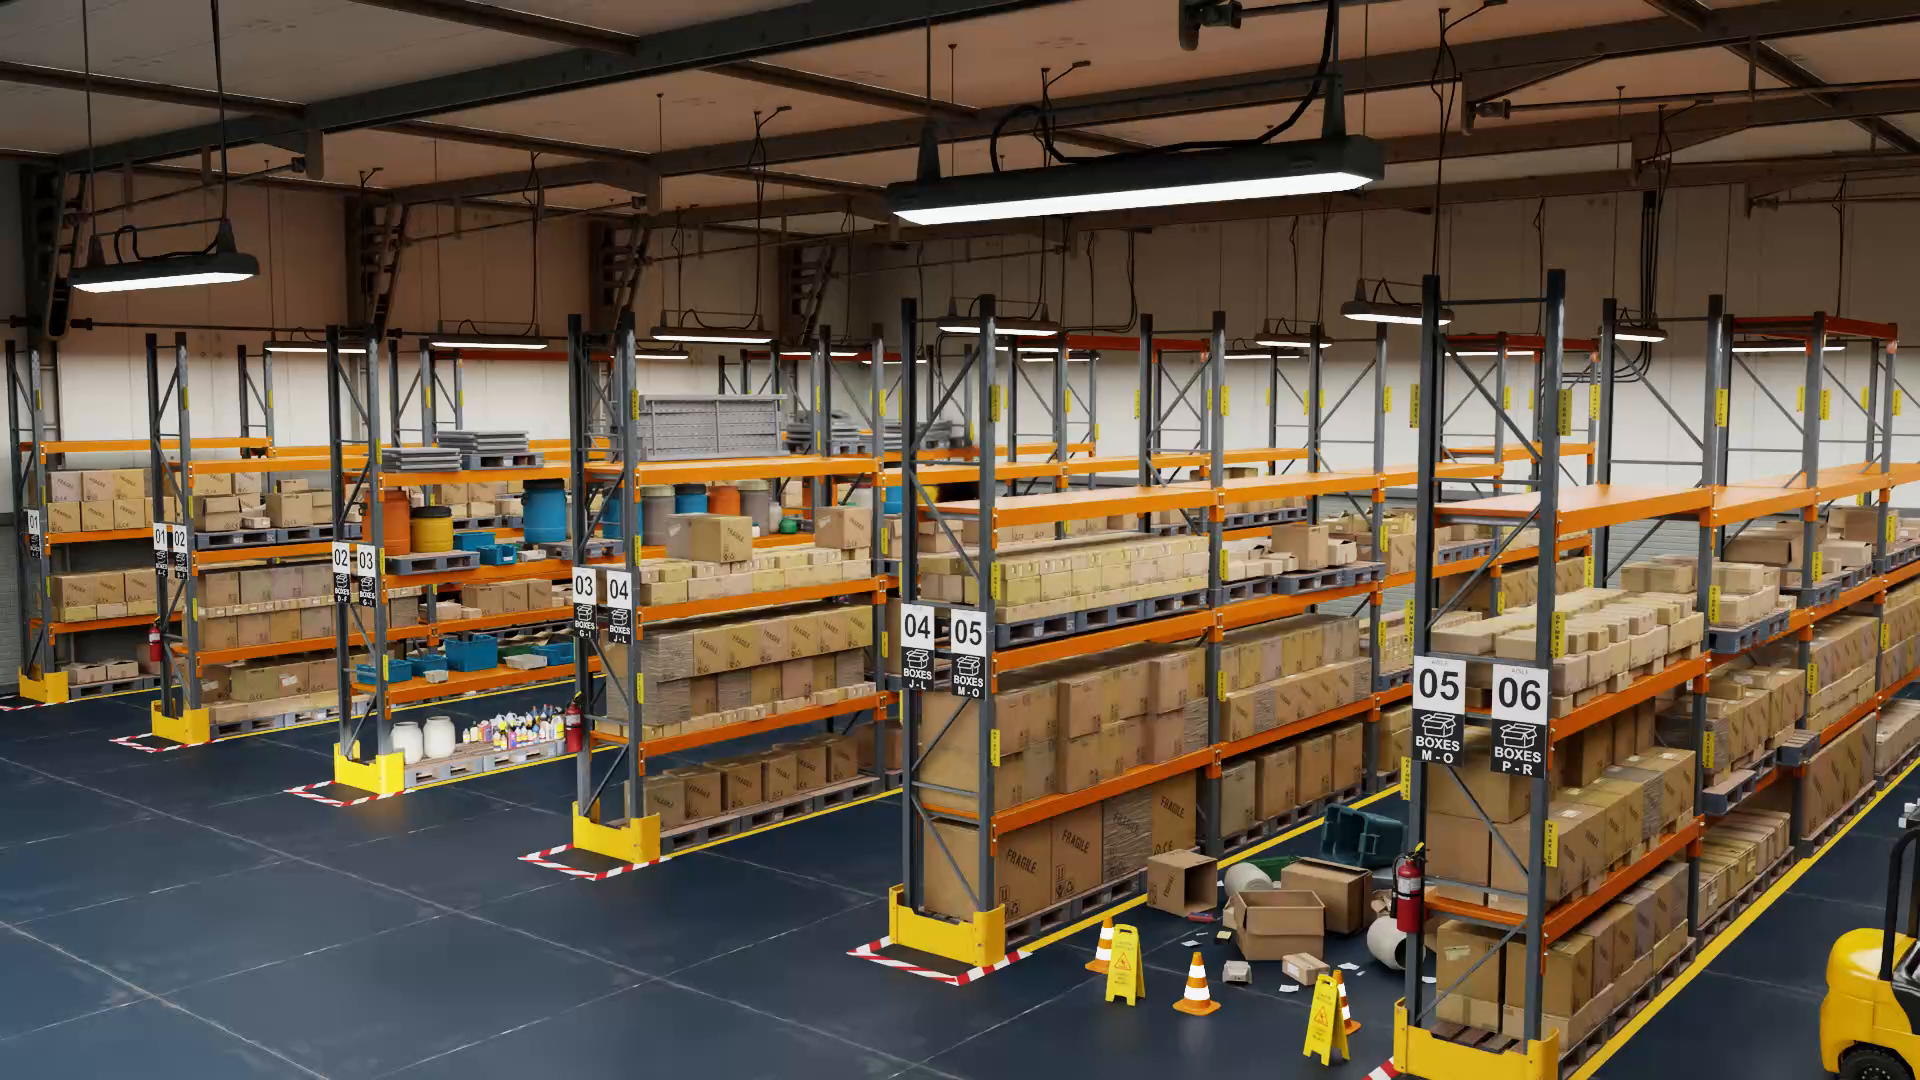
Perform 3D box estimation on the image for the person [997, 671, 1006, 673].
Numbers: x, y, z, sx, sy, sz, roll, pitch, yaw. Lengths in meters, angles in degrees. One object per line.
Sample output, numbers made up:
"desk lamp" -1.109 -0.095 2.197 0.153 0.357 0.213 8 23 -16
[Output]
"person" 0.411 2.321 19.171 0.593 1.702 0.621 3 6 29
